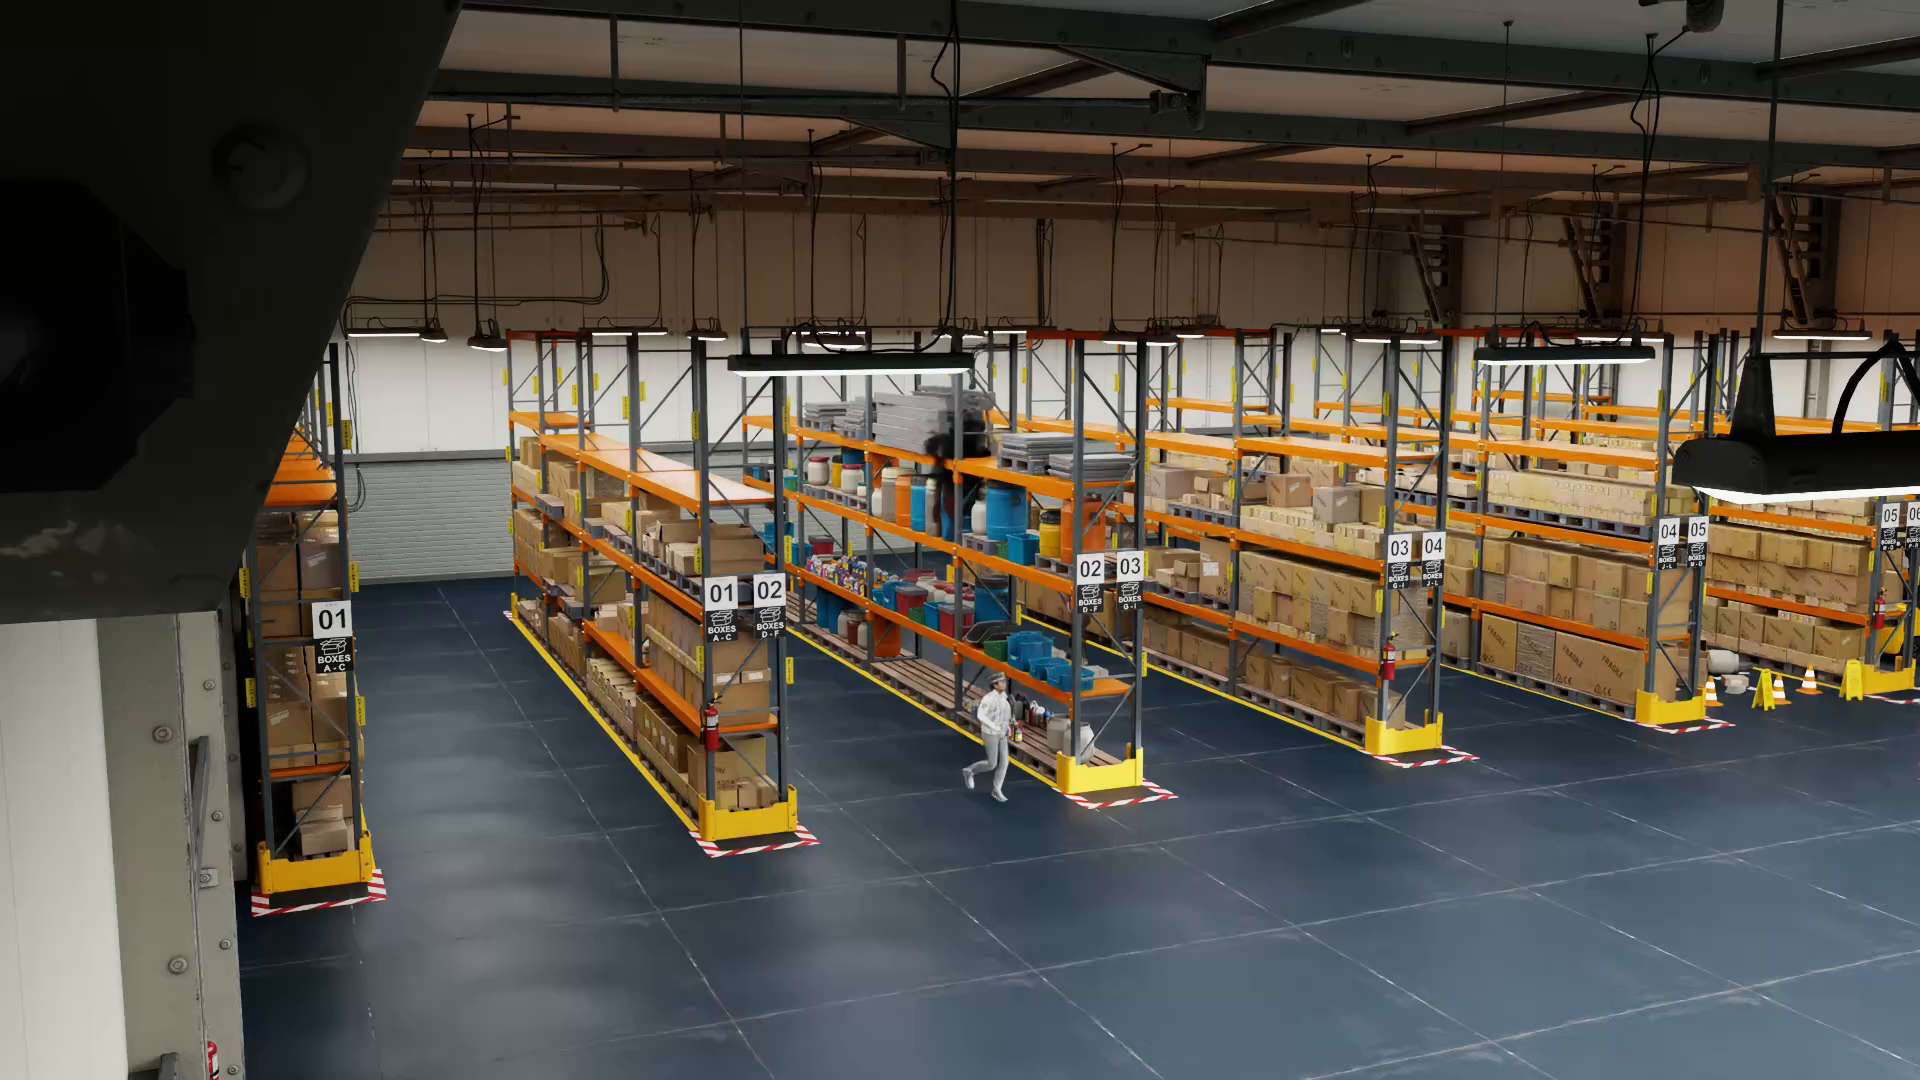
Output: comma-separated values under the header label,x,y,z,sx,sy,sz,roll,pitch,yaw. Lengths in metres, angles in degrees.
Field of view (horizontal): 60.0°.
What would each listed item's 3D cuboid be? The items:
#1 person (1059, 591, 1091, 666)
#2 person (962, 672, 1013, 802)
label,x,y,z,sx,sy,sz,roll,pitch,yaw
person,2.192,1.329,30.326,0.686,1.803,0.988,-3,8,-19
person,0.436,2.556,21.934,0.705,1.693,0.665,6,10,37
